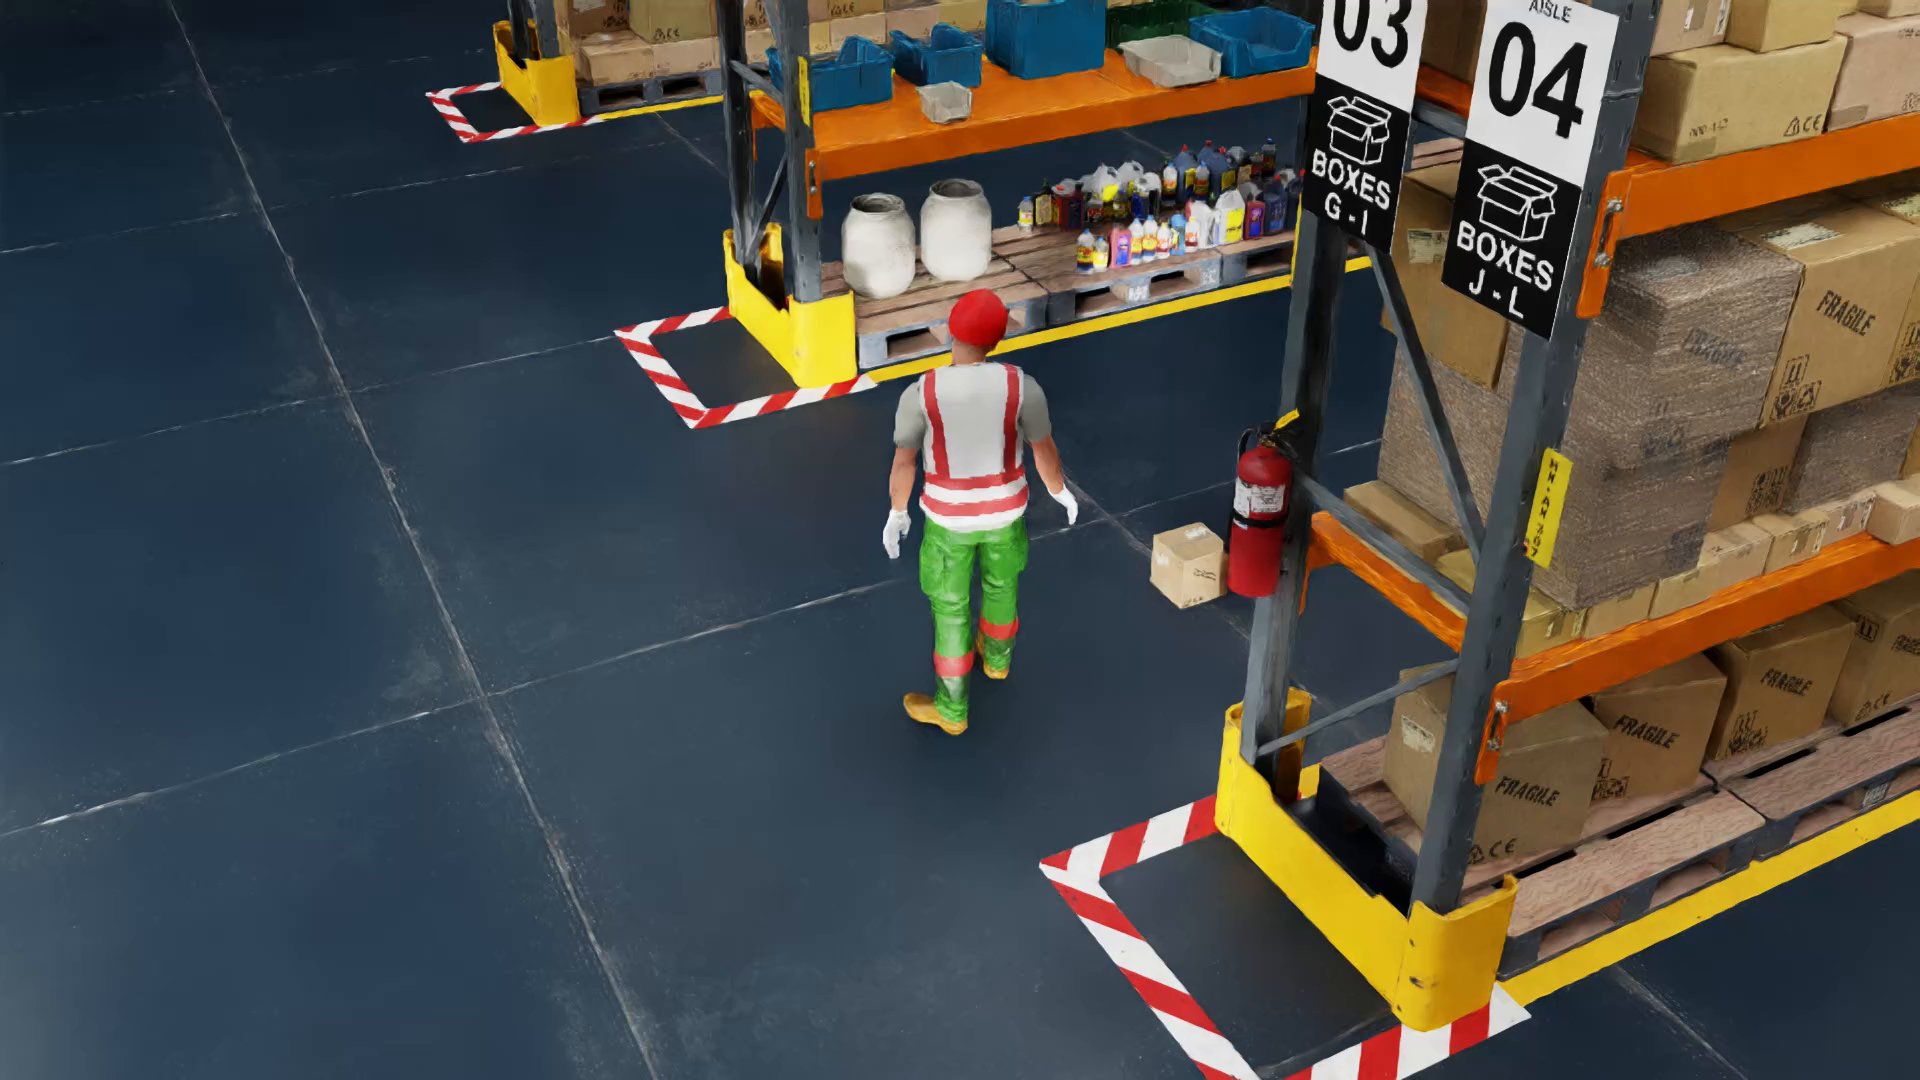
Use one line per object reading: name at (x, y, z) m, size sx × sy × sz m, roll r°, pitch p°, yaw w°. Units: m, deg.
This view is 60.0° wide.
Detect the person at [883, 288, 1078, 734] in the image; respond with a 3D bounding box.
person at (0.068, -0.159, 6.324) m, size 0.761 × 1.784 × 0.618 m, roll -6°, pitch 33°, yaw -10°
